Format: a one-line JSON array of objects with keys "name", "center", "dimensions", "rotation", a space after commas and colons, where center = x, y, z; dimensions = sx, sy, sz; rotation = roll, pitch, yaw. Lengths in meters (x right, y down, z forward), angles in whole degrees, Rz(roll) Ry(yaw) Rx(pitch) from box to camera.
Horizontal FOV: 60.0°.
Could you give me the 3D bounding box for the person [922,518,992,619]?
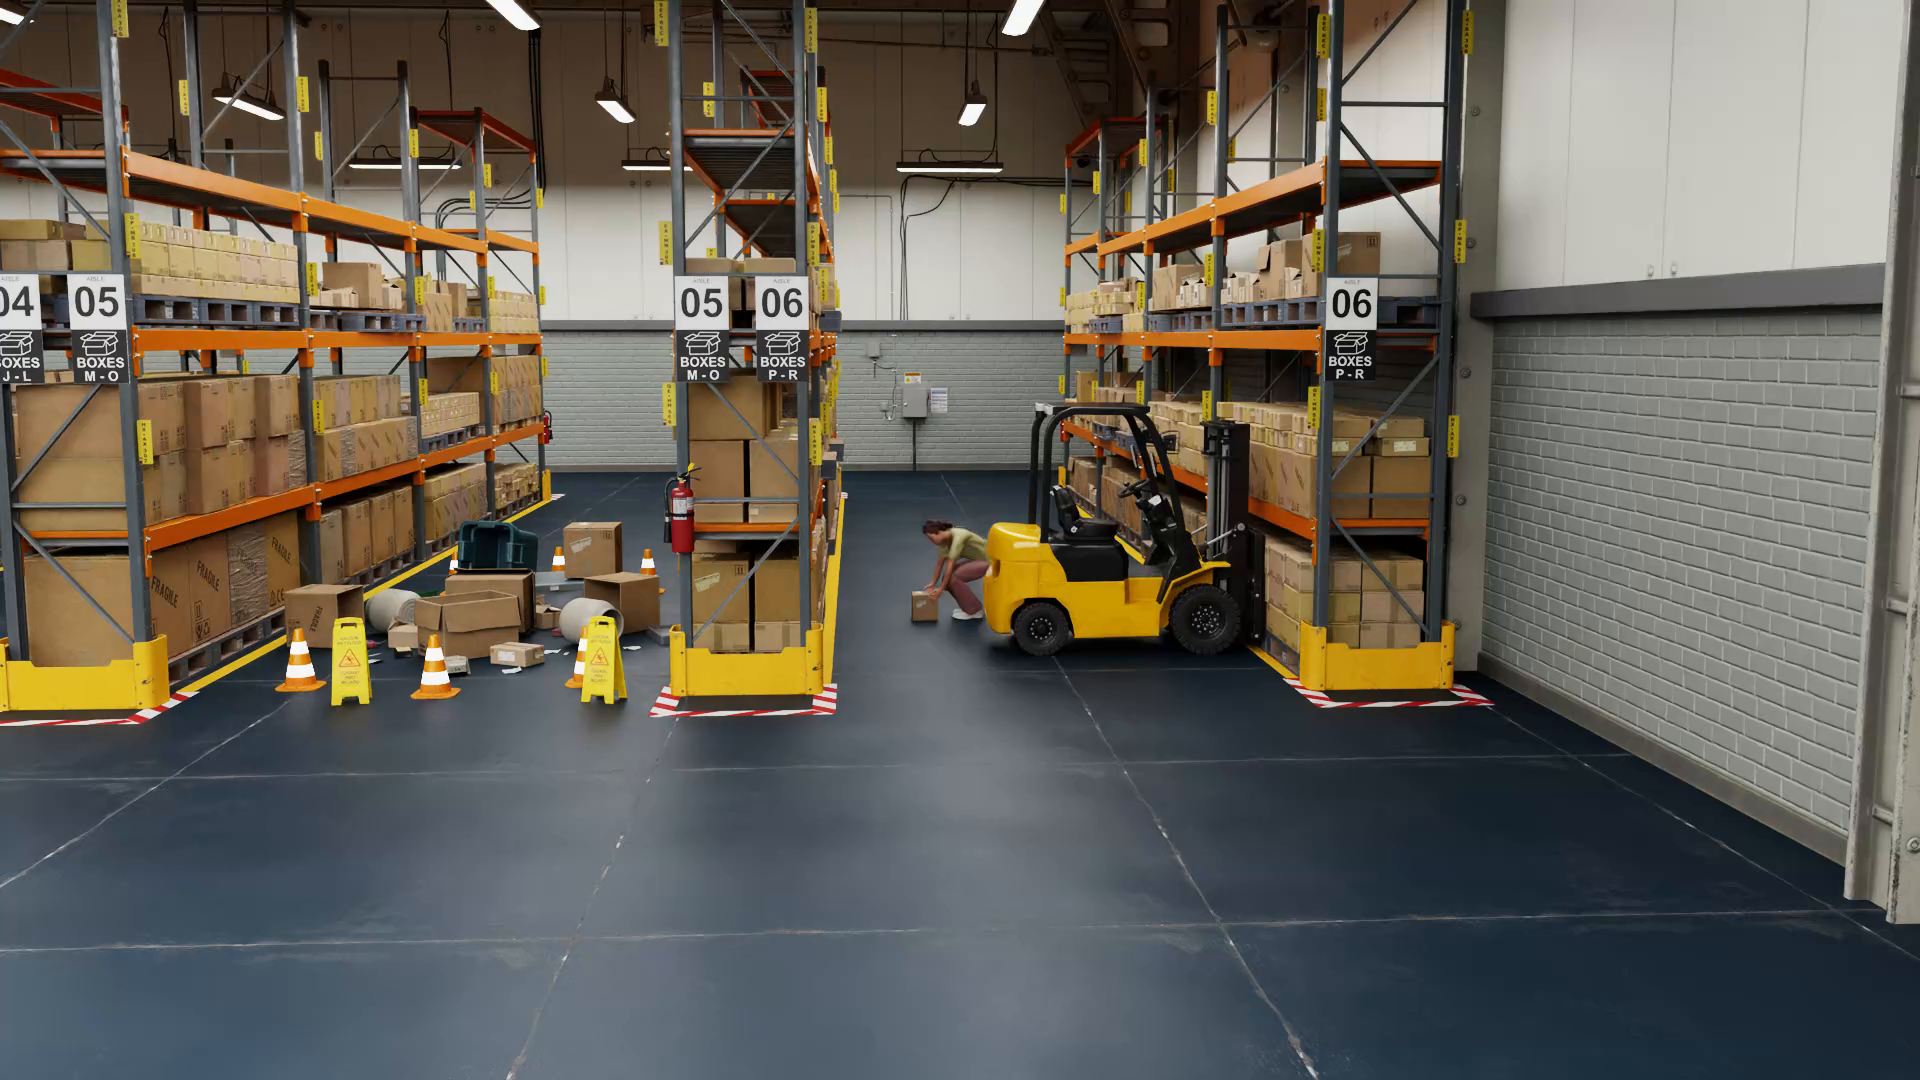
[{"name": "person", "center": [0.015, 0.273, 16.328], "dimensions": [0.782, 0.998, 0.494], "rotation": [-1, 7, -12]}]
